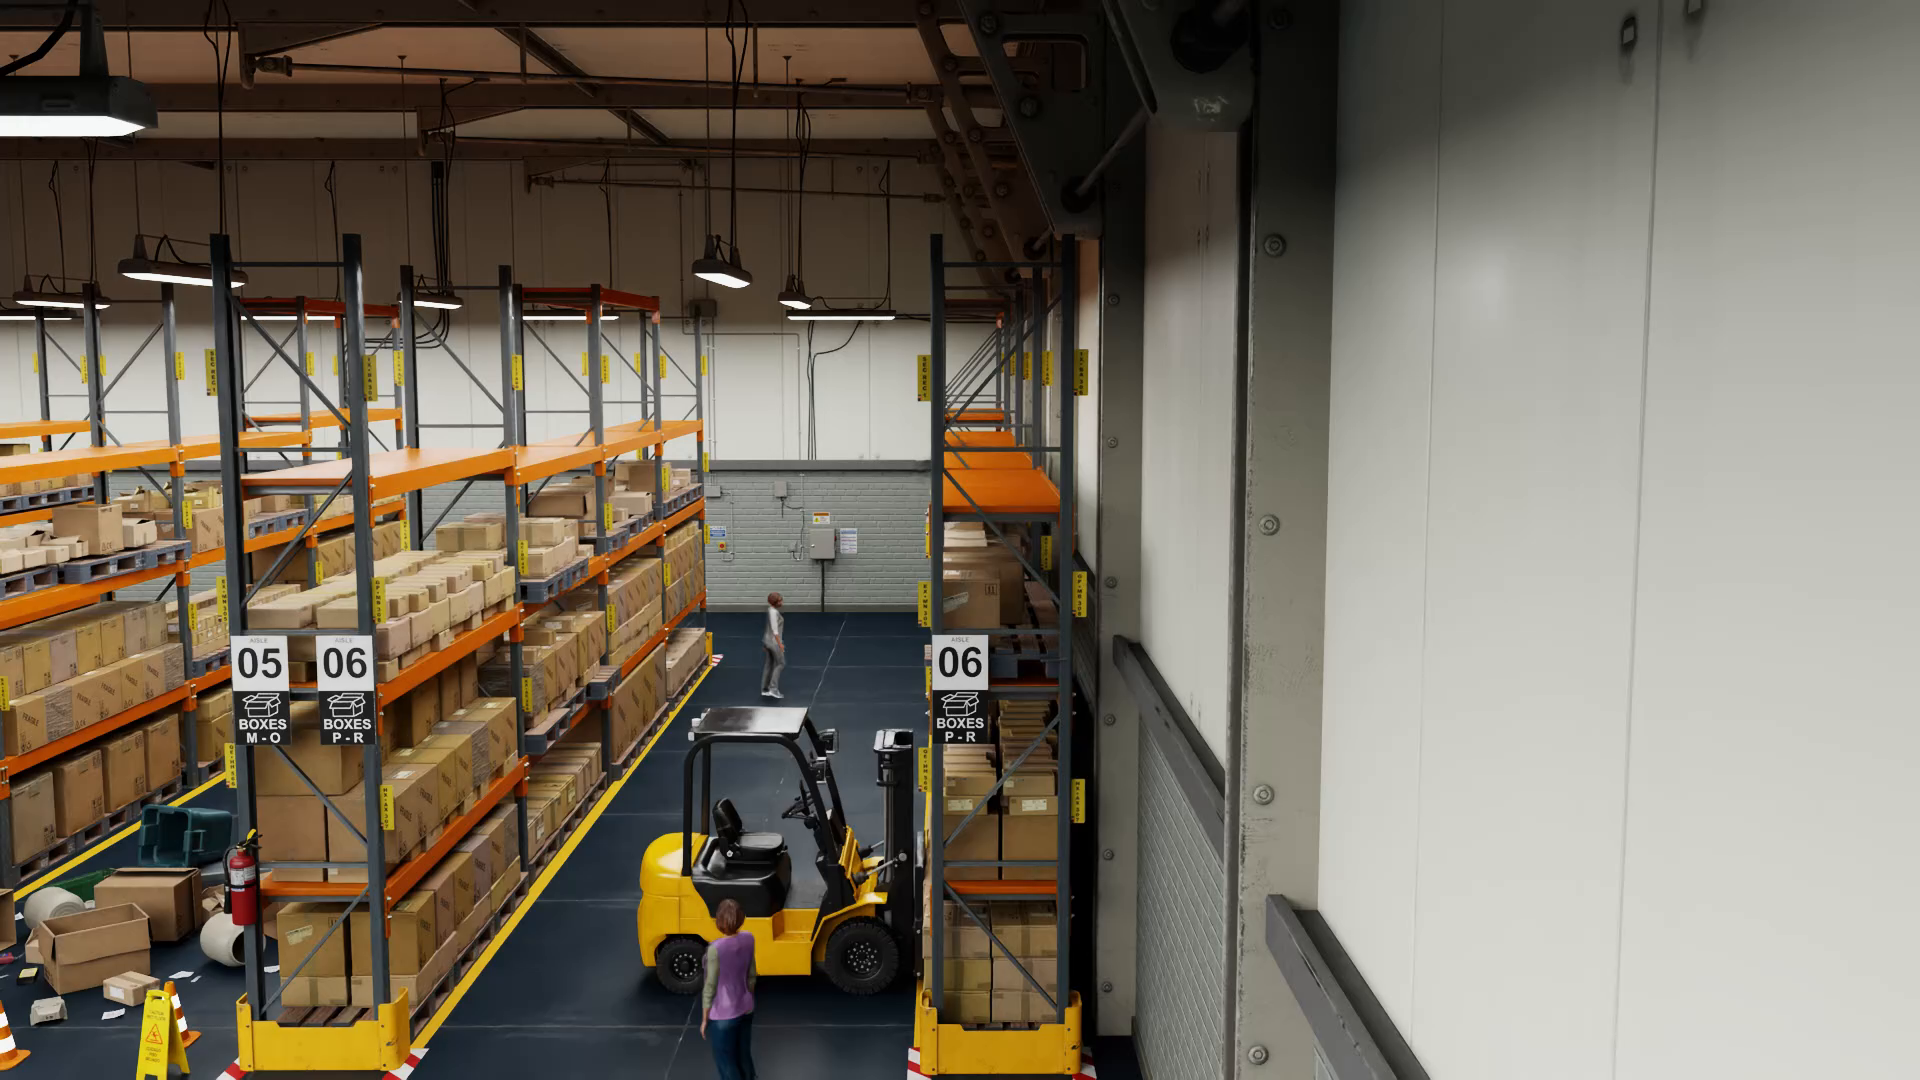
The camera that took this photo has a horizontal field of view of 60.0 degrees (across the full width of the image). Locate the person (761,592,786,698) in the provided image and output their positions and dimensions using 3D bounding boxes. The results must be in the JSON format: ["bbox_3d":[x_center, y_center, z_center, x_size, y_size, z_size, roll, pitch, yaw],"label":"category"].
[{"bbox_3d":[-2.829,1.591,25.164,0.356,1.601,0.554,-2,7,-15],"label":"person"}]

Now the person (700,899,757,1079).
[{"bbox_3d":[-1.511,3.160,11.074,0.356,1.615,0.491,3,7,27],"label":"person"}]
